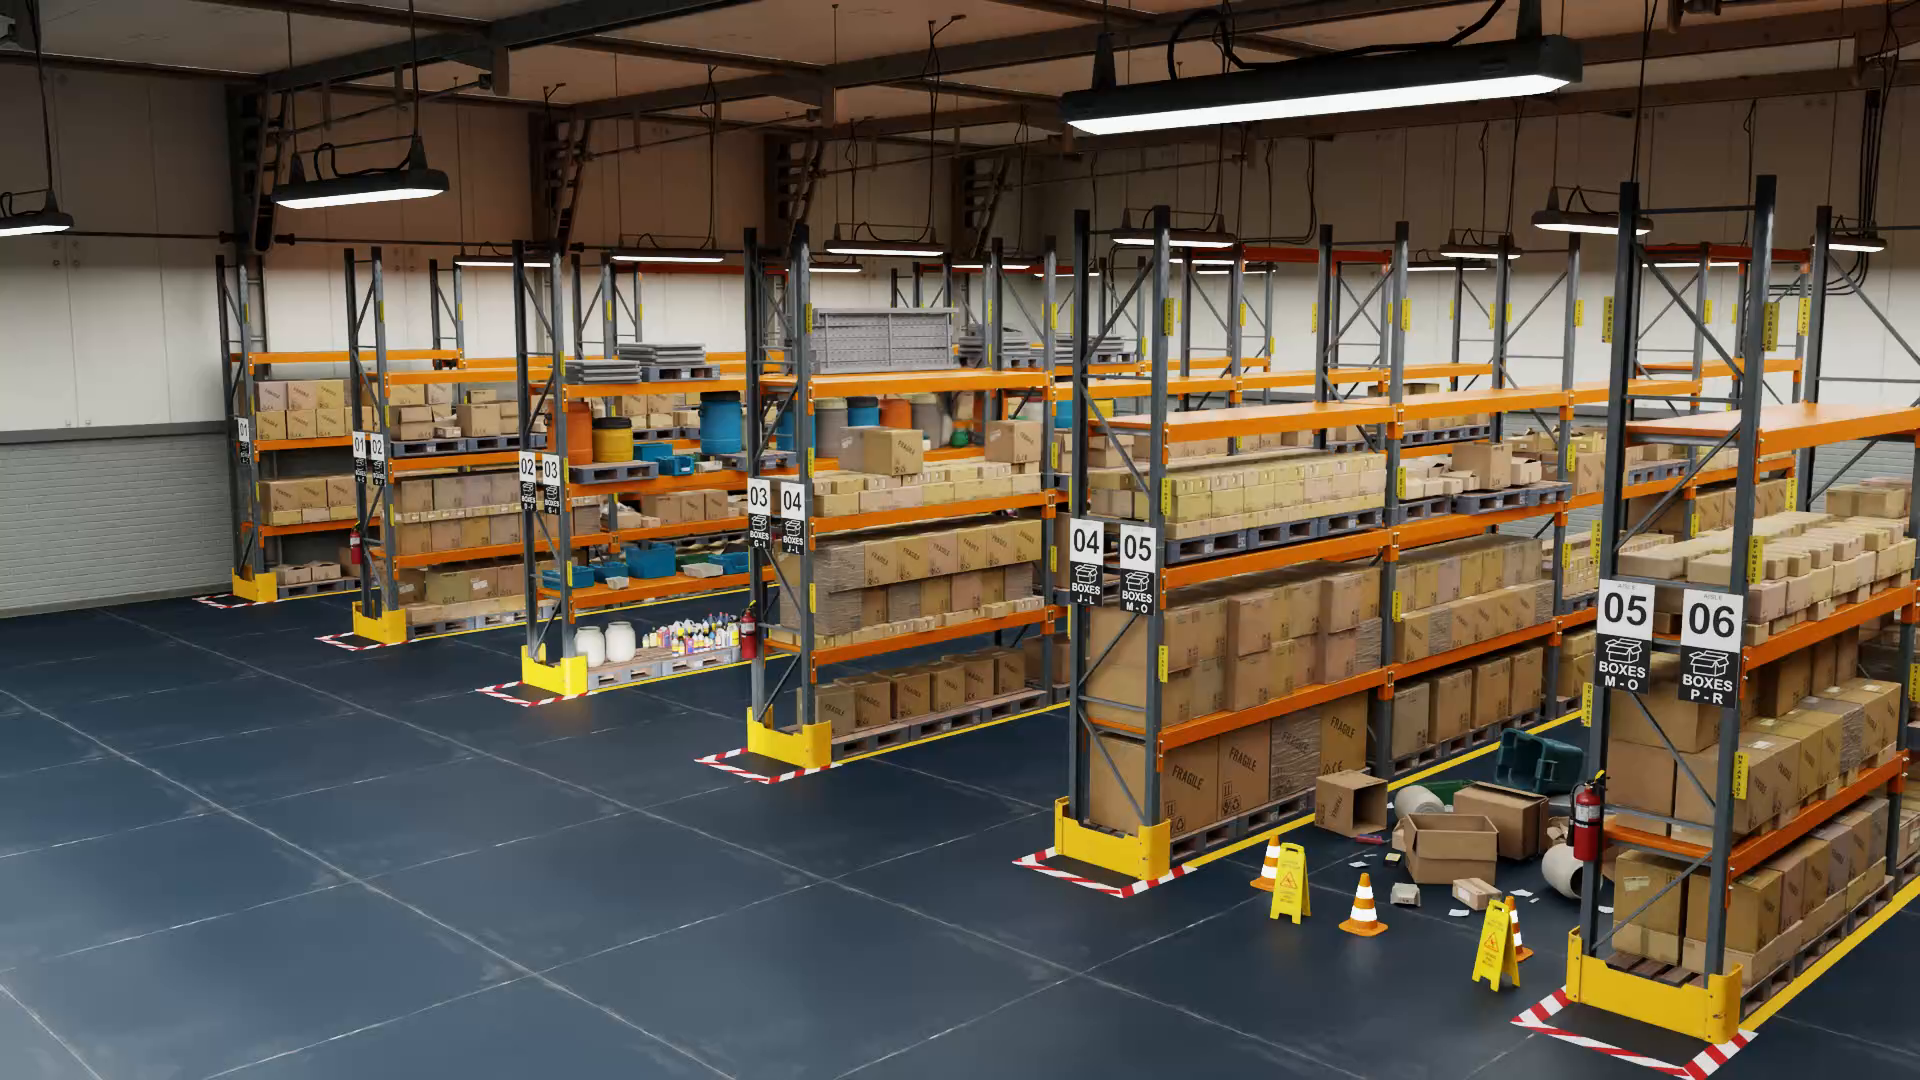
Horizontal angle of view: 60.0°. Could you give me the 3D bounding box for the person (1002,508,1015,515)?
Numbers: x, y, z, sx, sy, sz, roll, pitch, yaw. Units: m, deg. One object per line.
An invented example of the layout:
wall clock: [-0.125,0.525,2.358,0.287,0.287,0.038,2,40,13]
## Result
person: [0.931,-0.305,32.629,0.656,1.745,0.625,8,11,43]

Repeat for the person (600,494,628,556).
person: [-6.618,-0.140,31.669,0.637,1.723,0.828,5,10,33]

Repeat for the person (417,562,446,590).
person: [-8.811,0.417,28.259,0.997,1.563,0.666,-7,11,-41]
